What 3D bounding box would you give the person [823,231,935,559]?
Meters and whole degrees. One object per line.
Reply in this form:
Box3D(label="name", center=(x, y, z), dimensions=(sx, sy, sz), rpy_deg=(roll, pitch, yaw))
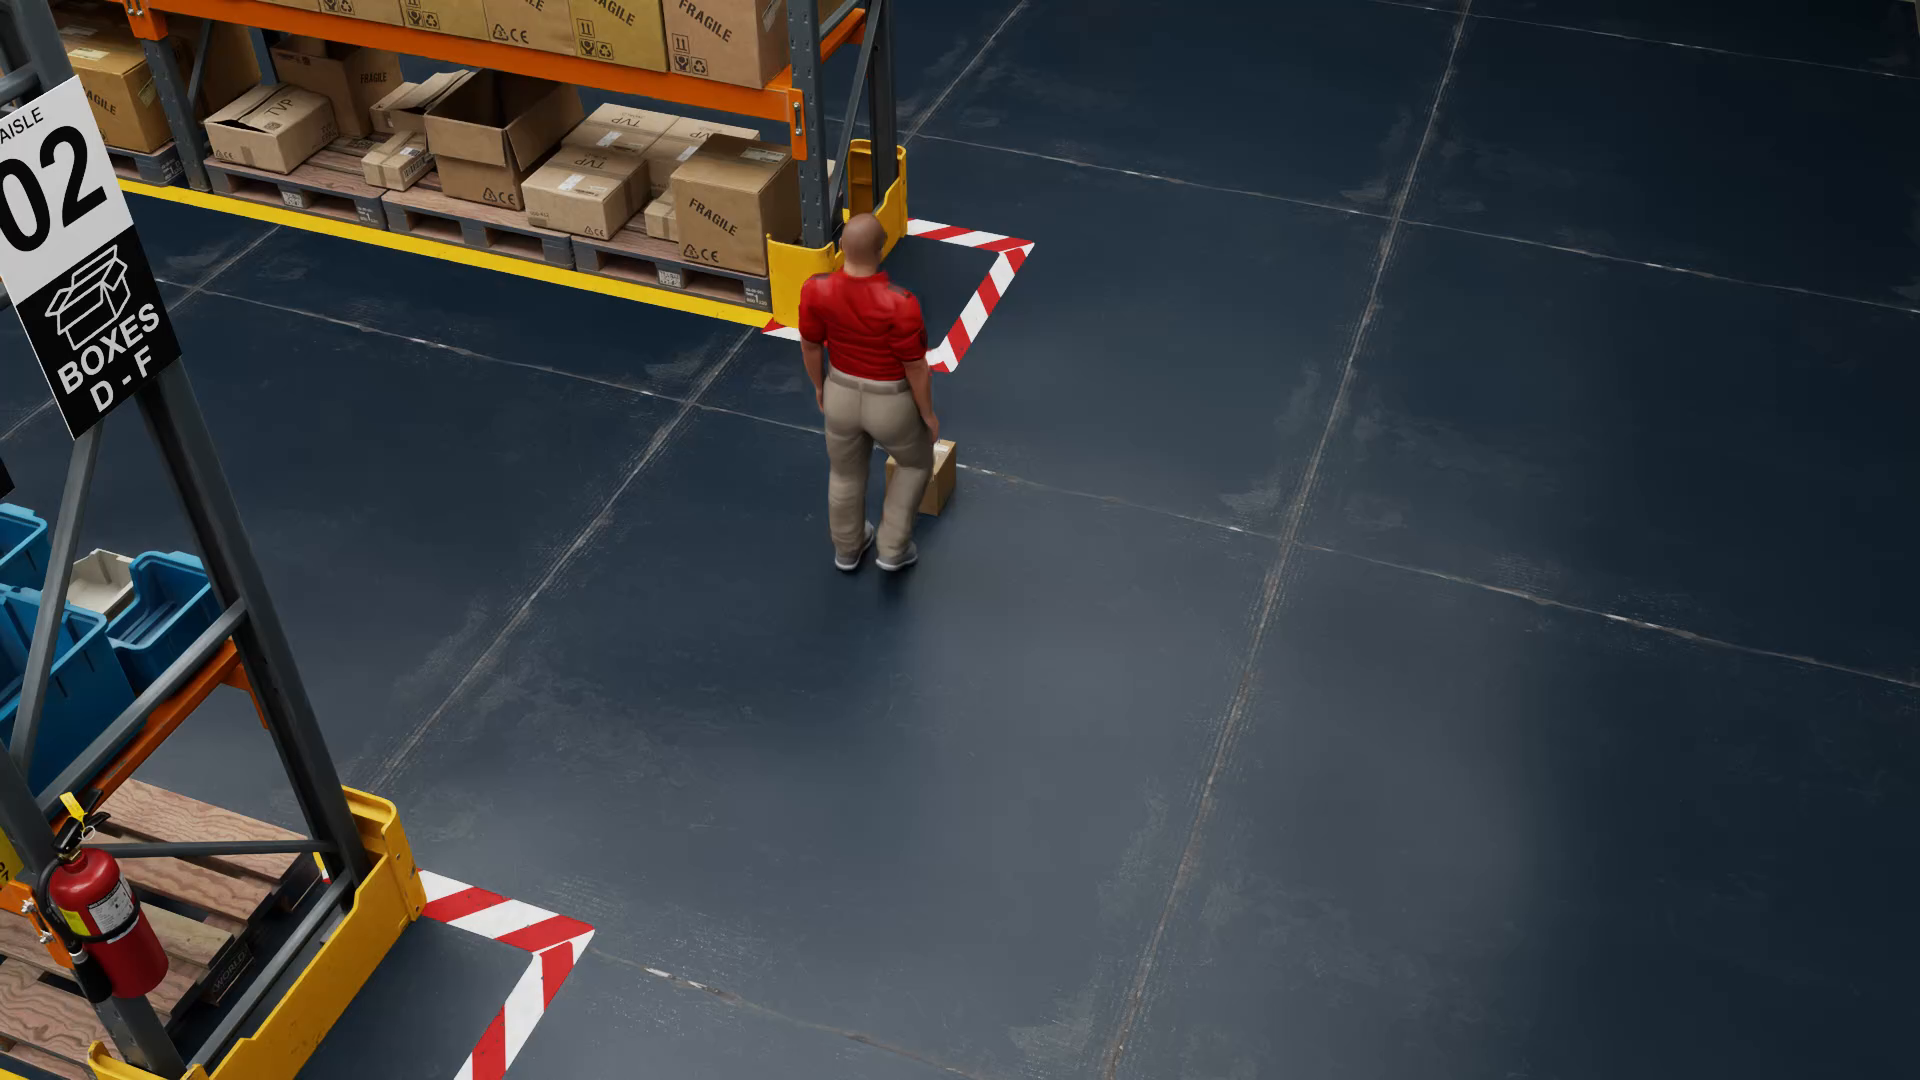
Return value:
Box3D(label="person", center=(-0.343, -0.568, 6.800), dimensions=(0.425, 1.554, 0.370), rpy_deg=(14, 43, 15))
